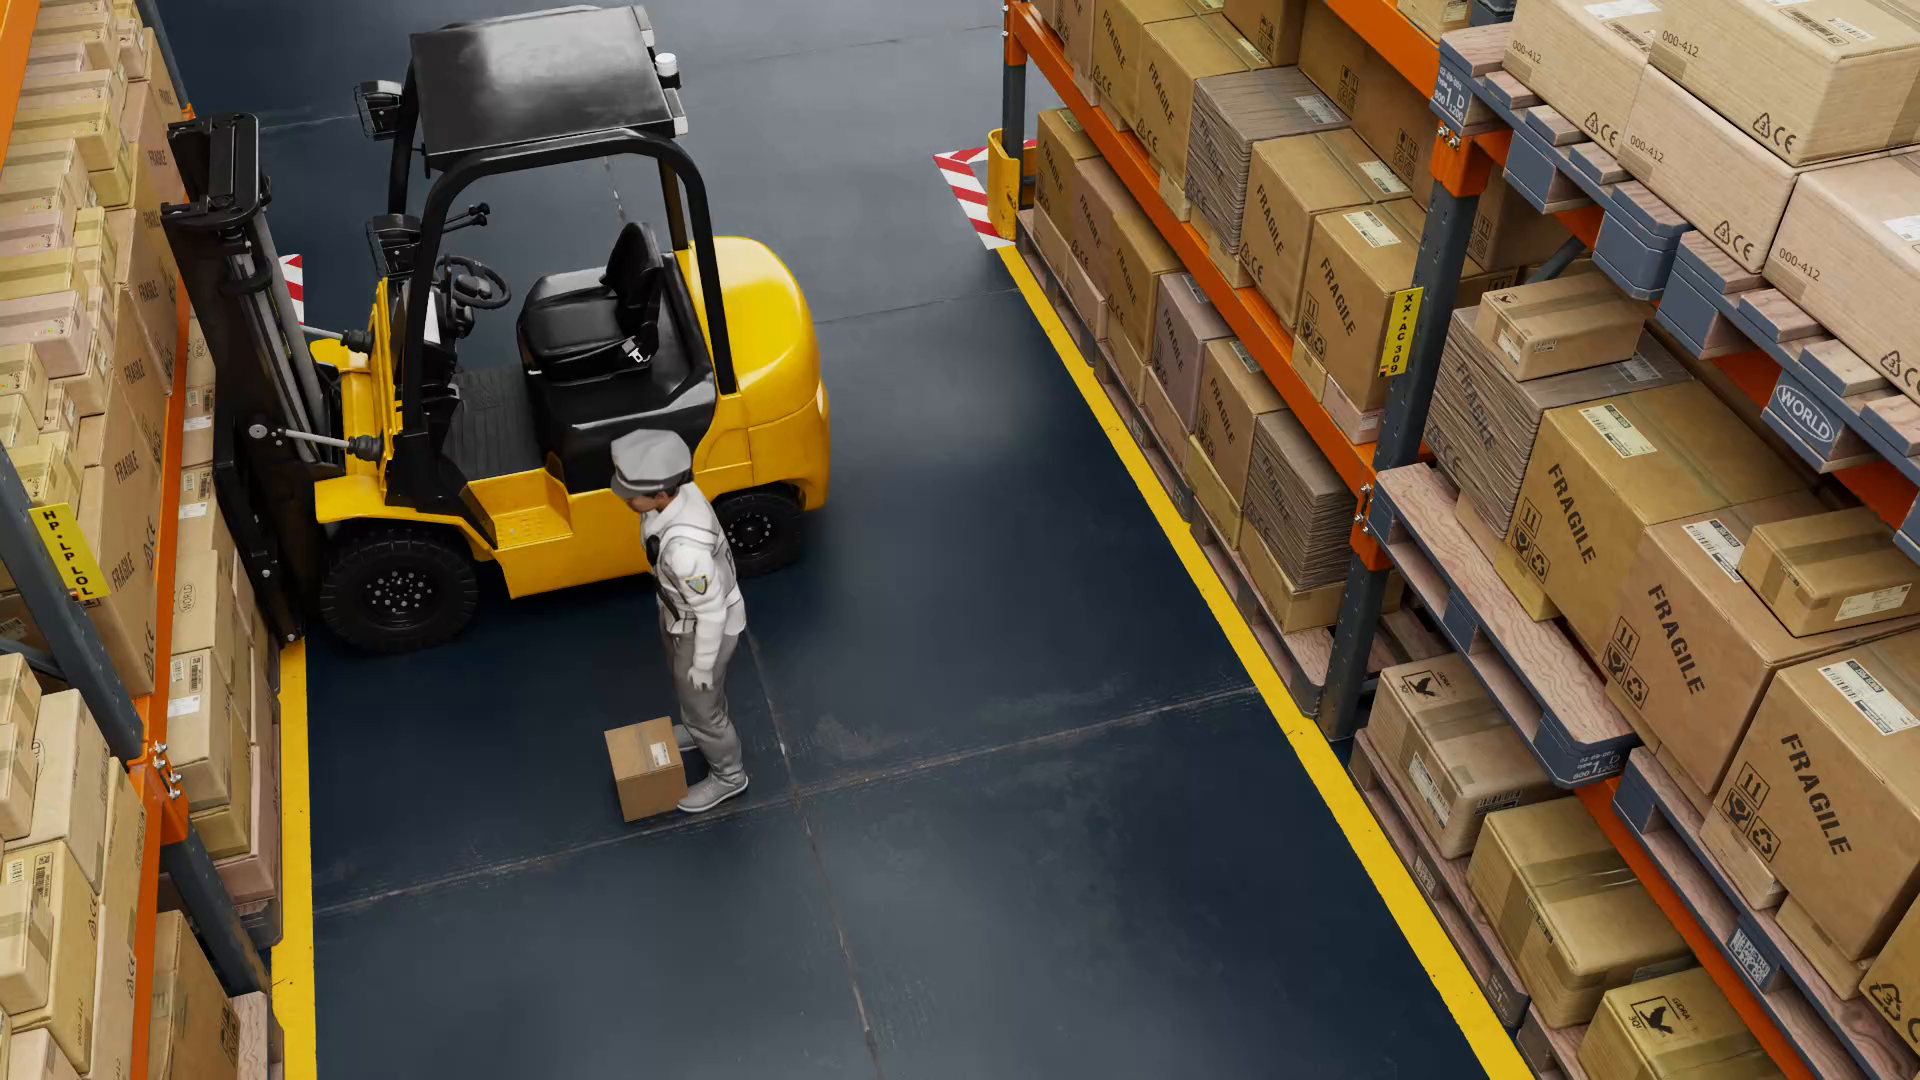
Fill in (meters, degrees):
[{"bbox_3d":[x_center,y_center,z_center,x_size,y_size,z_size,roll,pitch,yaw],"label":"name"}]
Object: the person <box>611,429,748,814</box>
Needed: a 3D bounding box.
[{"bbox_3d":[-0.947,0.290,5.843,0.373,1.661,0.536,-14,44,-15],"label":"person"}]
